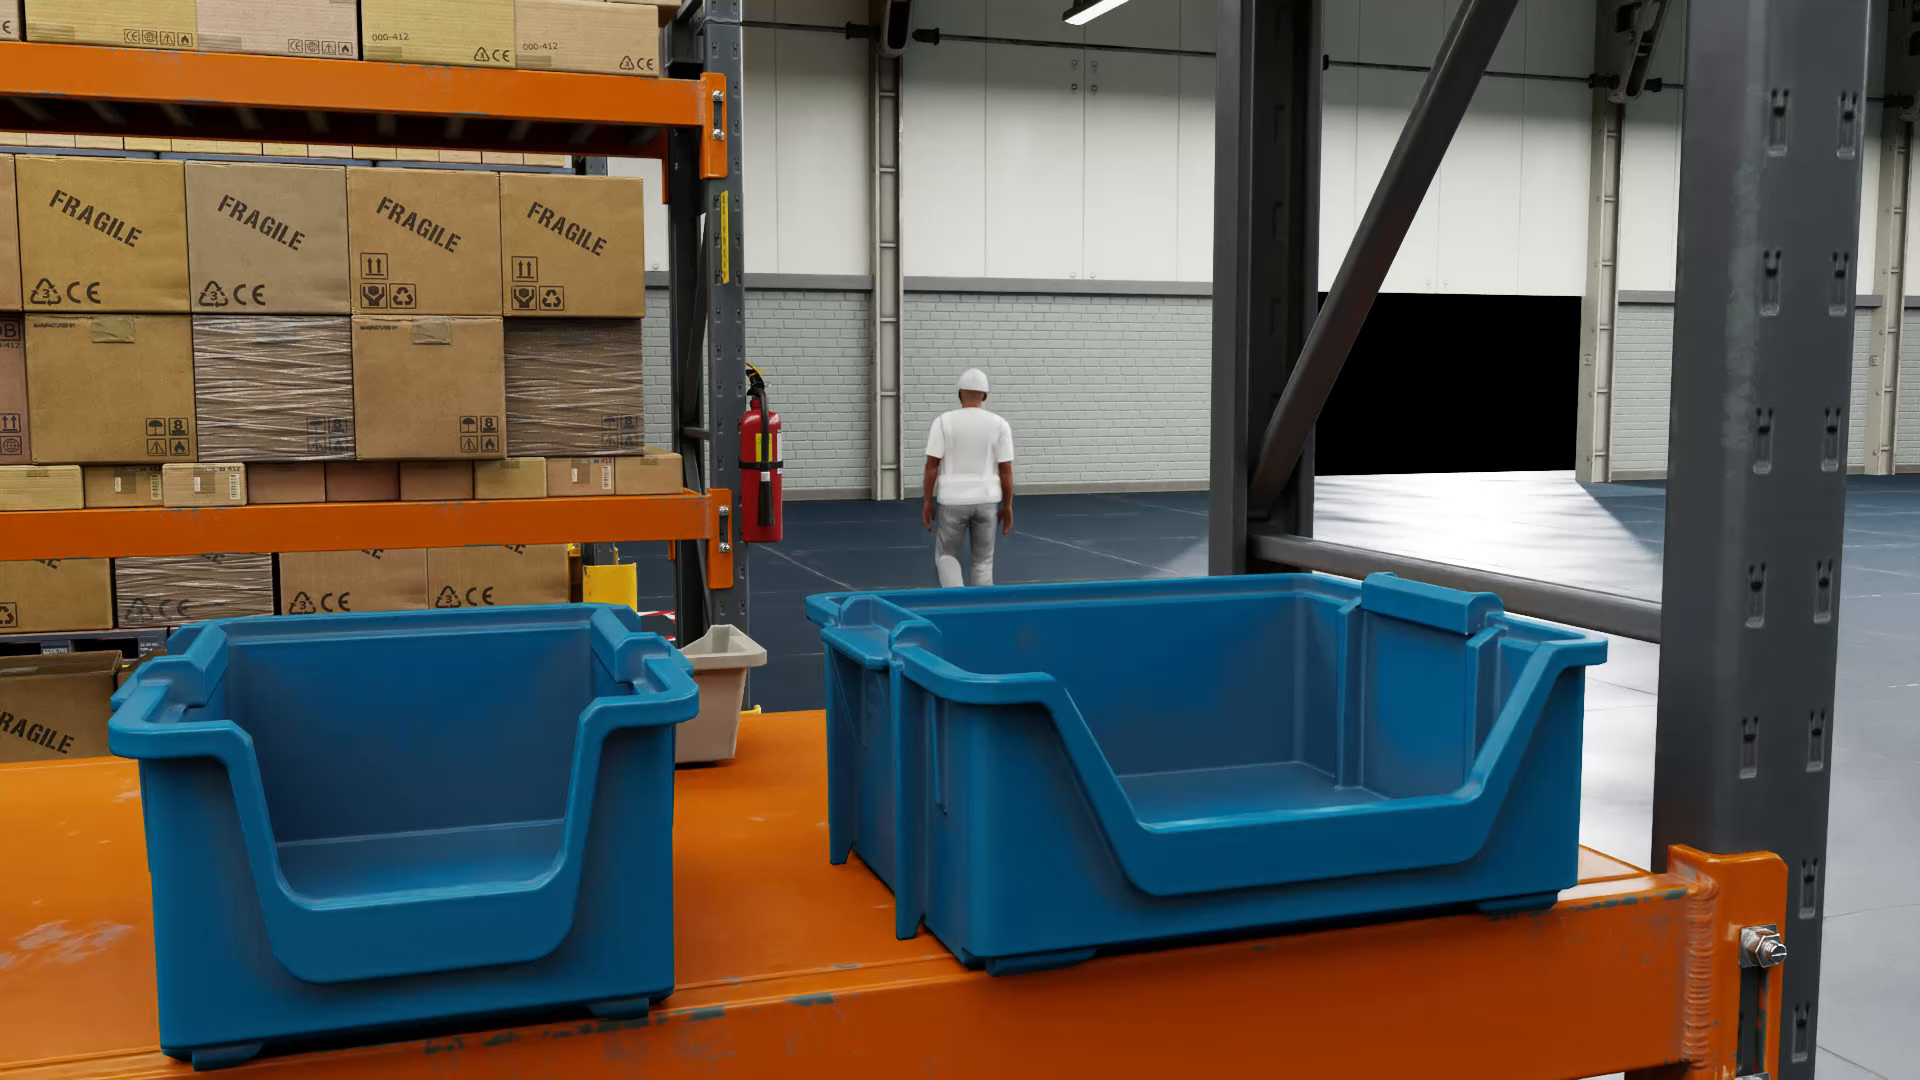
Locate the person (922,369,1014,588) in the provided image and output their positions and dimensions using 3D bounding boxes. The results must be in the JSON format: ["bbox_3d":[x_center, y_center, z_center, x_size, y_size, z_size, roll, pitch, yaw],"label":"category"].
[{"bbox_3d":[0.051,-0.231,10.808,0.596,1.756,0.528,0,6,-3],"label":"person"}]
